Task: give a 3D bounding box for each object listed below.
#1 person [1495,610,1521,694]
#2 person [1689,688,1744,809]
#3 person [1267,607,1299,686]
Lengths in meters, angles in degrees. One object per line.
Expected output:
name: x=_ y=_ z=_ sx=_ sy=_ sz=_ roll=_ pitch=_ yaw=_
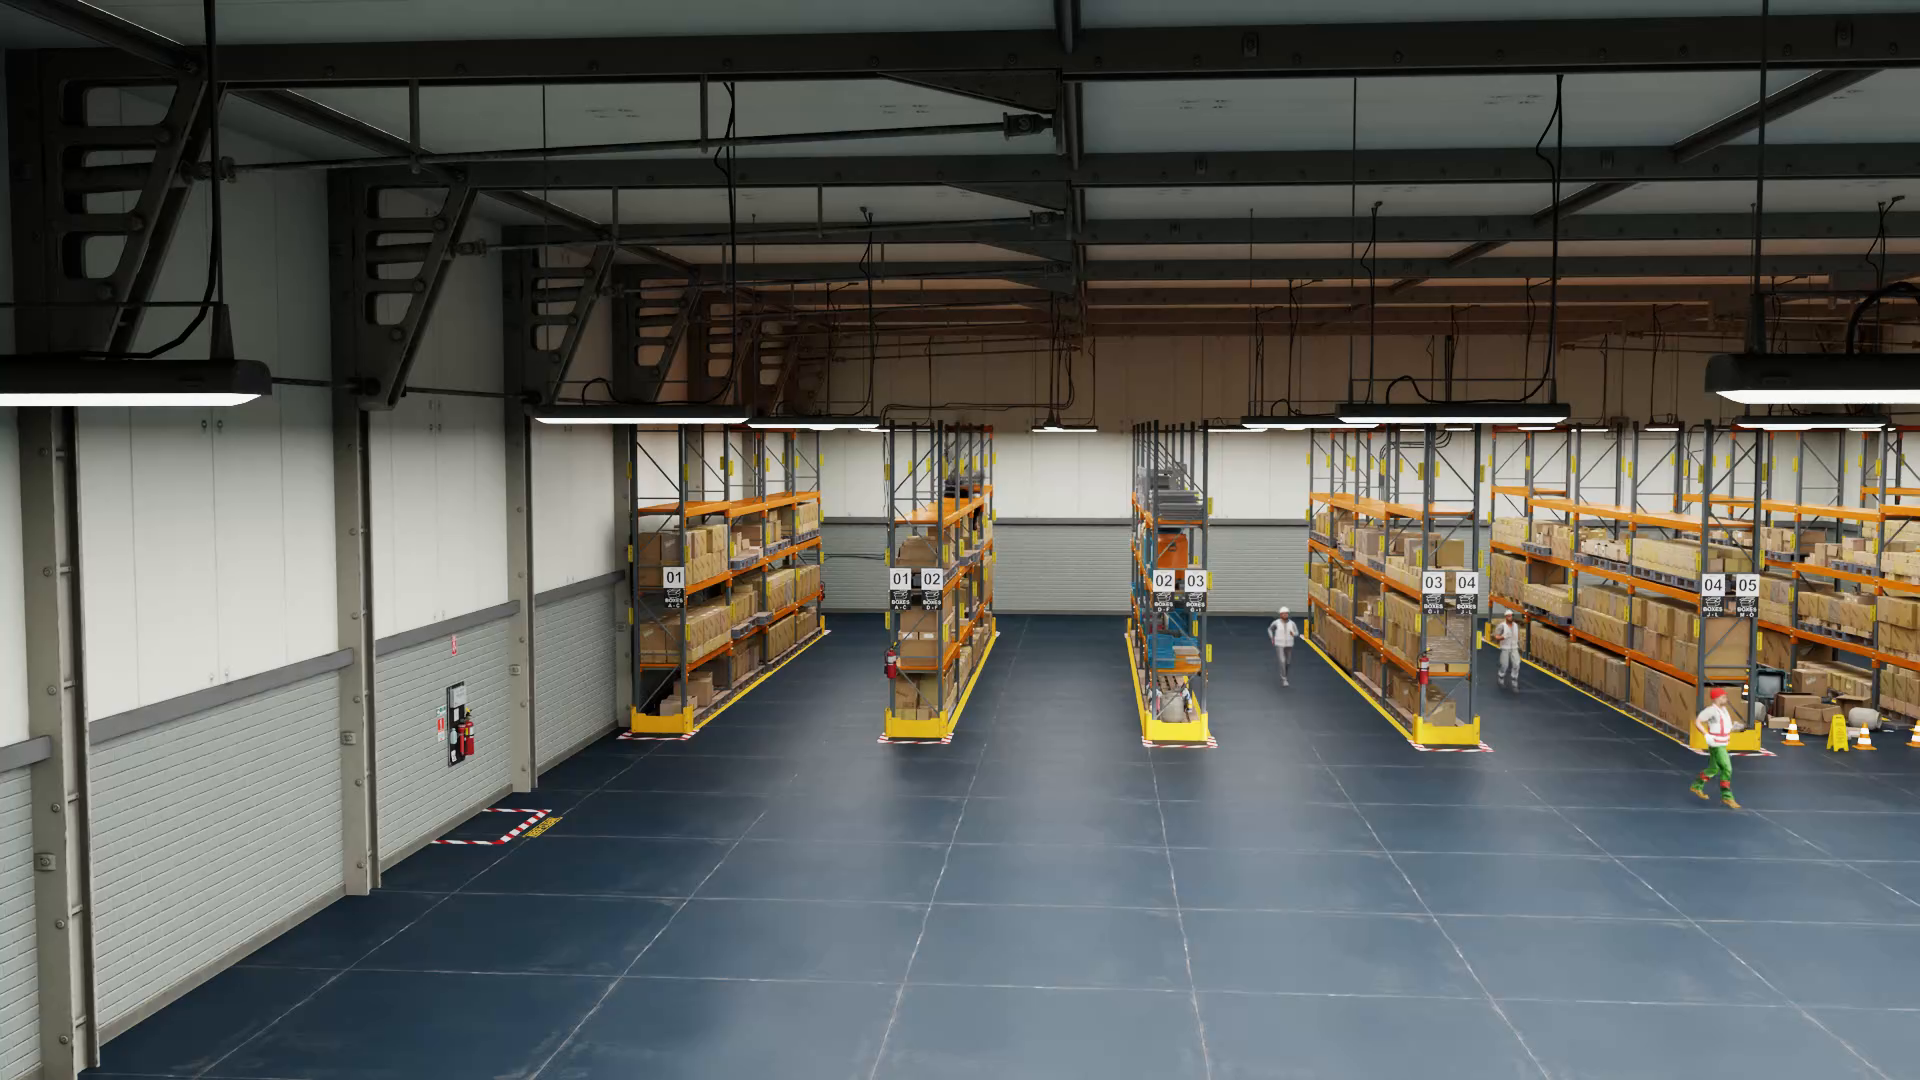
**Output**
person: x=12.220 y=2.475 z=37.046 sx=0.639 sy=1.840 sz=0.755 roll=0 pitch=4 yaw=-3
person: x=11.711 y=3.192 z=25.699 sx=0.791 sy=1.823 sz=0.640 roll=3 pitch=5 yaw=42
person: x=7.404 y=2.409 z=38.000 sx=0.656 sy=1.758 sz=0.969 roll=0 pitch=4 yaw=-7
